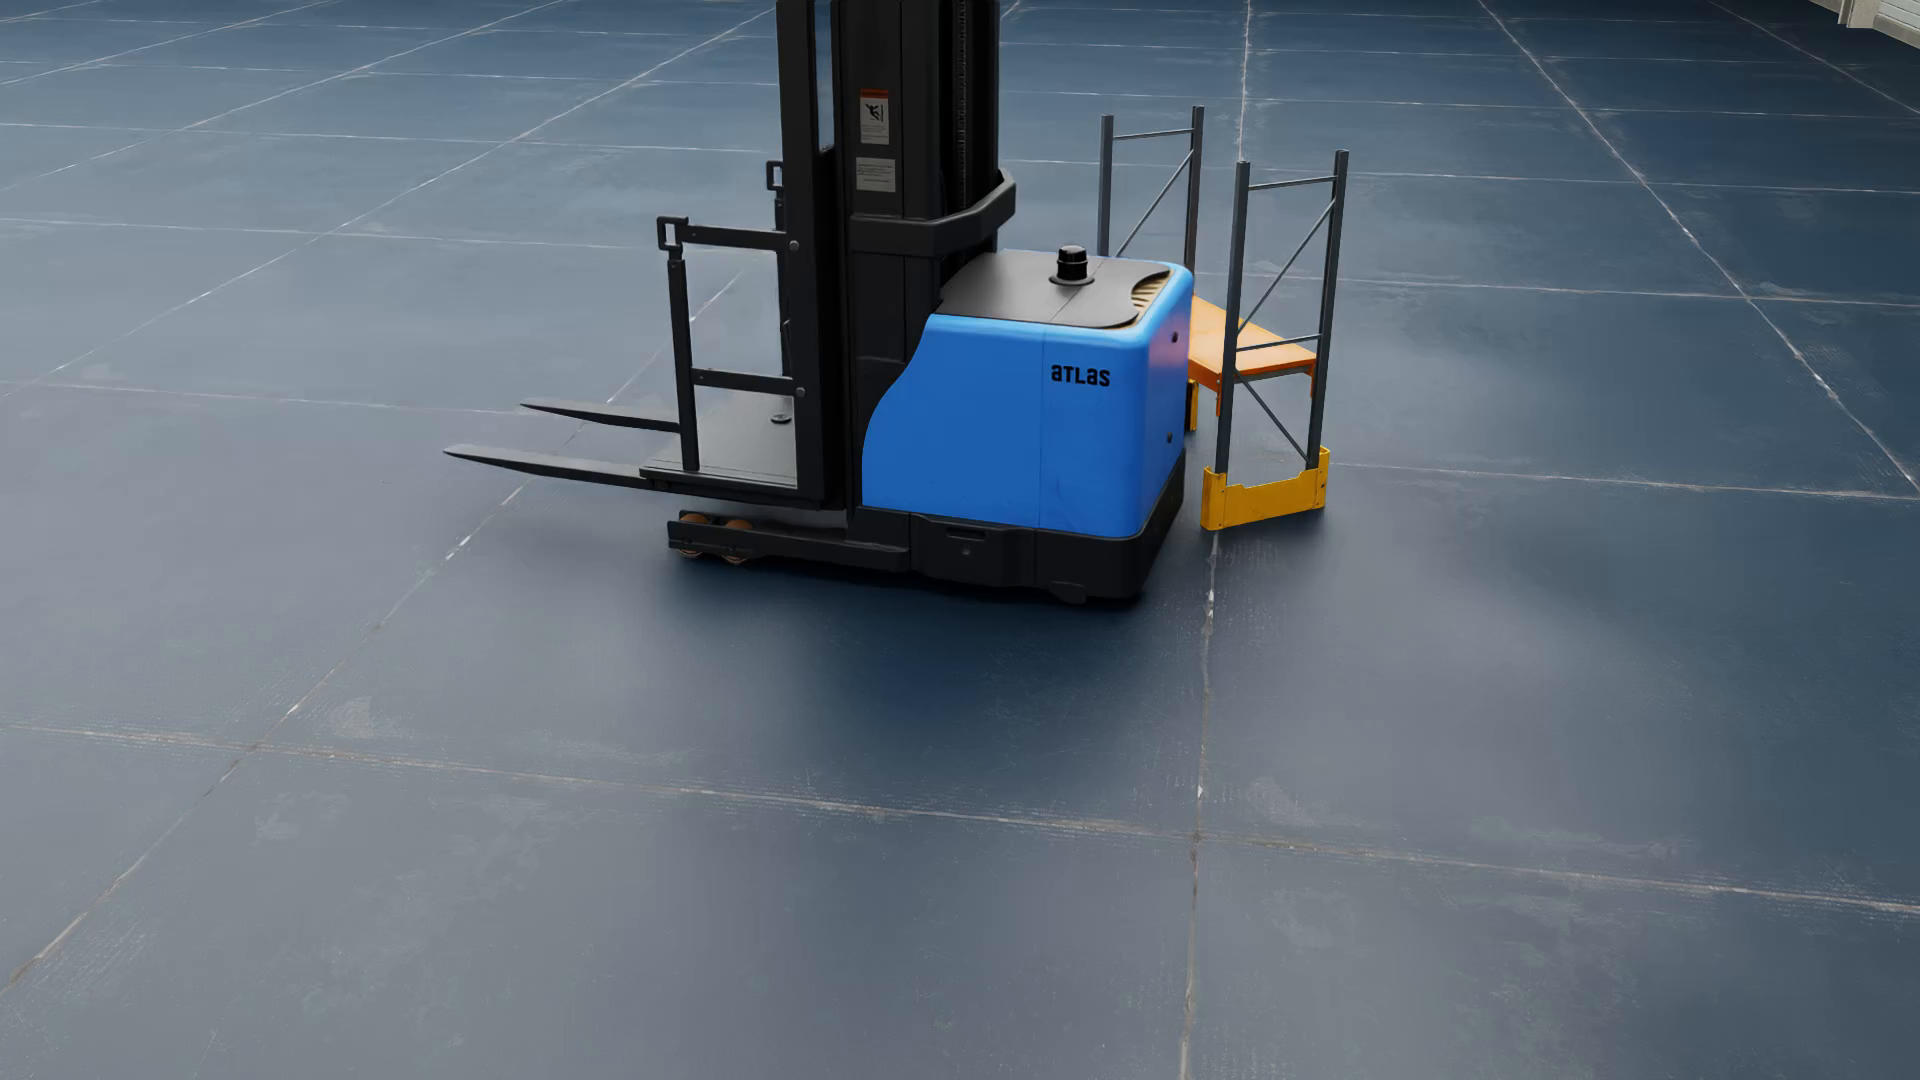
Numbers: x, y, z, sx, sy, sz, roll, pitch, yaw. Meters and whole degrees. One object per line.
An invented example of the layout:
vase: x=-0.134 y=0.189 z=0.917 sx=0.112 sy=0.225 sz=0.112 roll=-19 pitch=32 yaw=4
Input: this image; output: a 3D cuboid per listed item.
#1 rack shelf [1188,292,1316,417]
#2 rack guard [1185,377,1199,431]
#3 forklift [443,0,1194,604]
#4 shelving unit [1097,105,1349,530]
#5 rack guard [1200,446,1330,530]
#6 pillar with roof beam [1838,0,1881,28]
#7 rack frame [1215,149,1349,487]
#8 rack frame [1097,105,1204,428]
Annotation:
rack shelf: x=1.053 y=-0.816 z=7.148 sx=0.538 sy=0.185 sz=1.000 roll=-11 pitch=27 yaw=-23
rack guard: x=0.843 y=-0.600 z=7.736 sx=0.587 sy=0.250 sz=0.087 roll=-11 pitch=27 yaw=-23
forklift: x=-0.645 y=-1.441 z=6.372 sx=3.031 sy=2.935 sz=1.130 roll=8 pitch=26 yaw=16
shelving unit: x=1.057 y=-0.975 z=7.064 sx=0.587 sy=1.500 sz=1.083 roll=-11 pitch=27 yaw=-23
rack guard: x=1.271 y=-0.218 z=6.922 sx=0.587 sy=0.250 sz=0.087 roll=-11 pitch=27 yaw=-23
pillar with roof beam: x=6.478 y=-10.528 z=18.628 sx=9.100 sy=9.000 sz=0.400 roll=4 pitch=25 yaw=9
rack frame: x=1.272 y=-0.784 z=6.656 sx=0.500 sy=1.500 sz=0.032 roll=-11 pitch=27 yaw=-23
rack frame: x=0.835 y=-1.173 z=7.487 sx=0.500 sy=1.500 sz=0.032 roll=-11 pitch=27 yaw=-23
